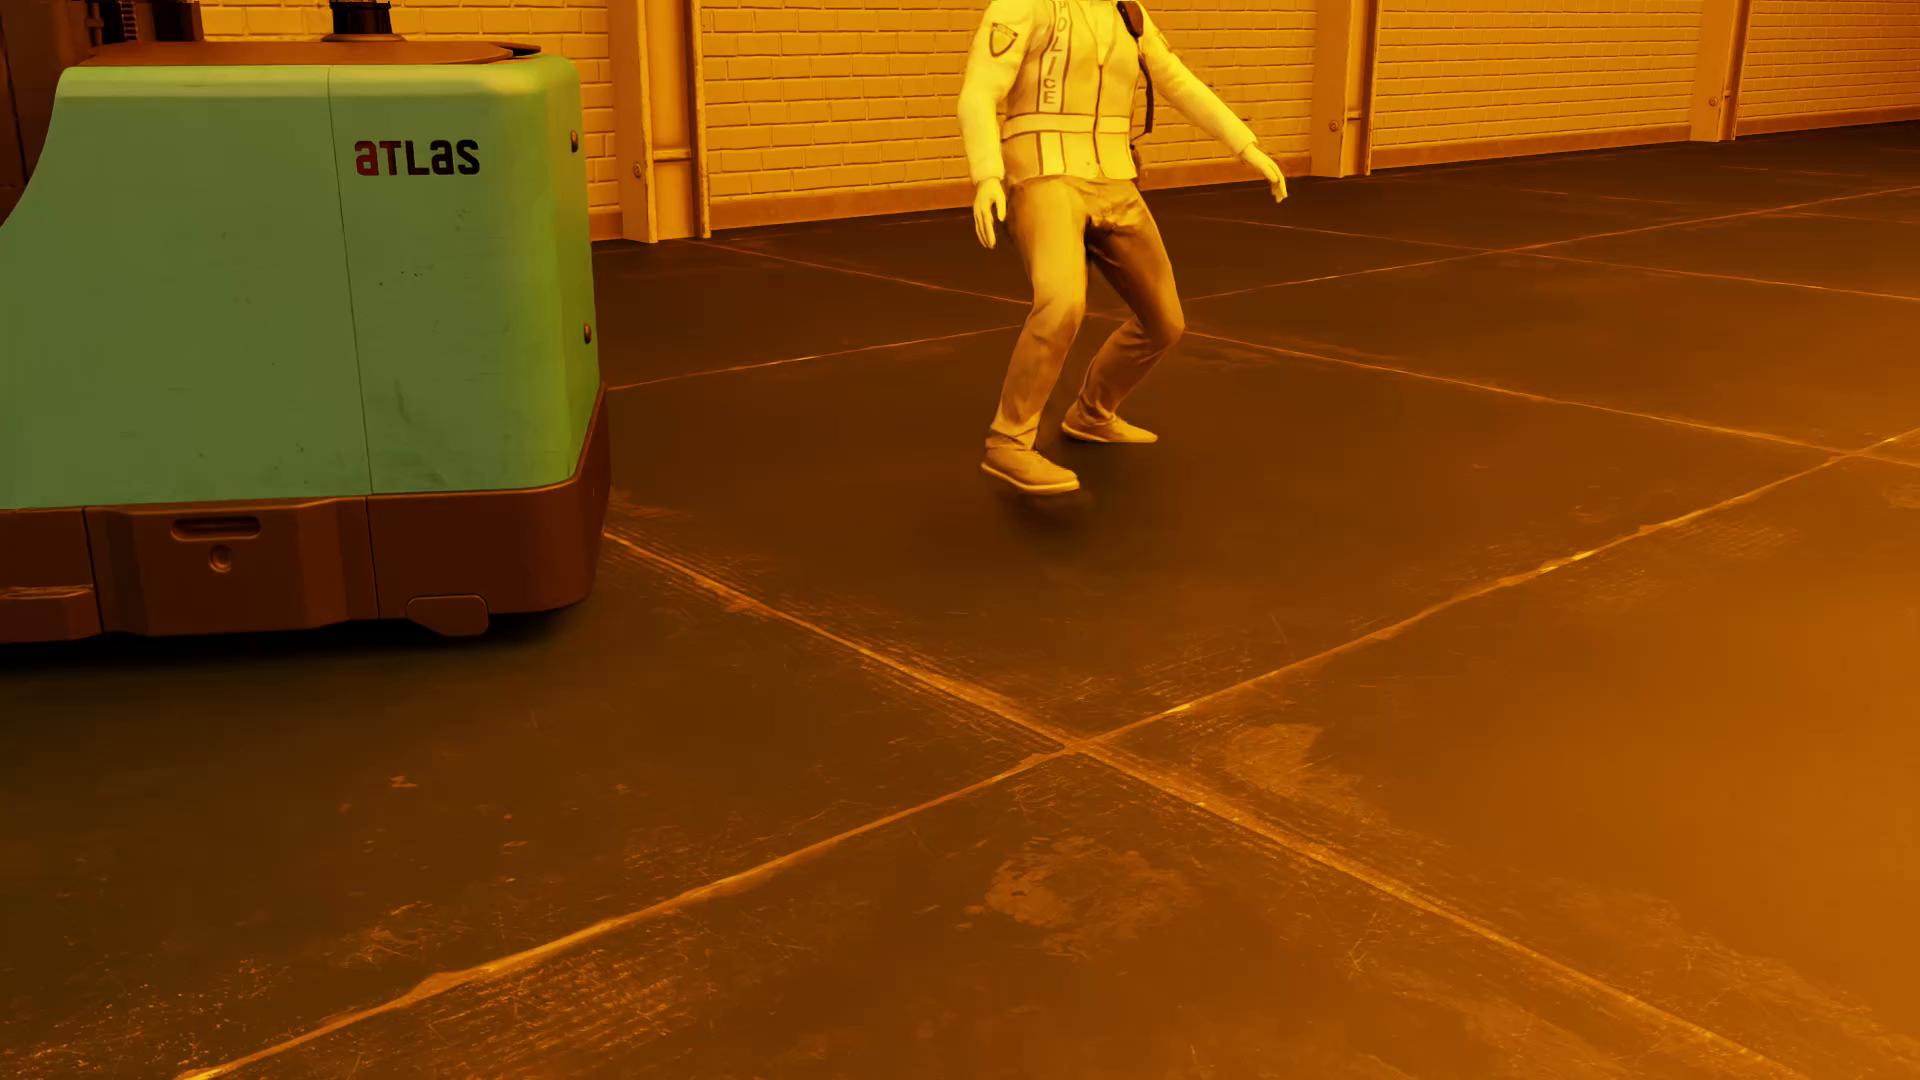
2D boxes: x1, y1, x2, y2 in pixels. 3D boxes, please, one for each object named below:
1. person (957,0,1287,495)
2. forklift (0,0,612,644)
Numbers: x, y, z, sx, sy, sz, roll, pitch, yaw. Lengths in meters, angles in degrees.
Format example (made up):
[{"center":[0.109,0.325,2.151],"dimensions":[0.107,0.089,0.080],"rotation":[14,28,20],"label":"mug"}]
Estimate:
[{"center":[0.346,-0.894,4.225],"dimensions":[0.881,1.545,0.687],"rotation":[-12,21,-33],"label":"person"},{"center":[-2.291,-1.285,3.048],"dimensions":[3.031,2.935,1.130],"rotation":[-3,18,-8],"label":"forklift"}]
